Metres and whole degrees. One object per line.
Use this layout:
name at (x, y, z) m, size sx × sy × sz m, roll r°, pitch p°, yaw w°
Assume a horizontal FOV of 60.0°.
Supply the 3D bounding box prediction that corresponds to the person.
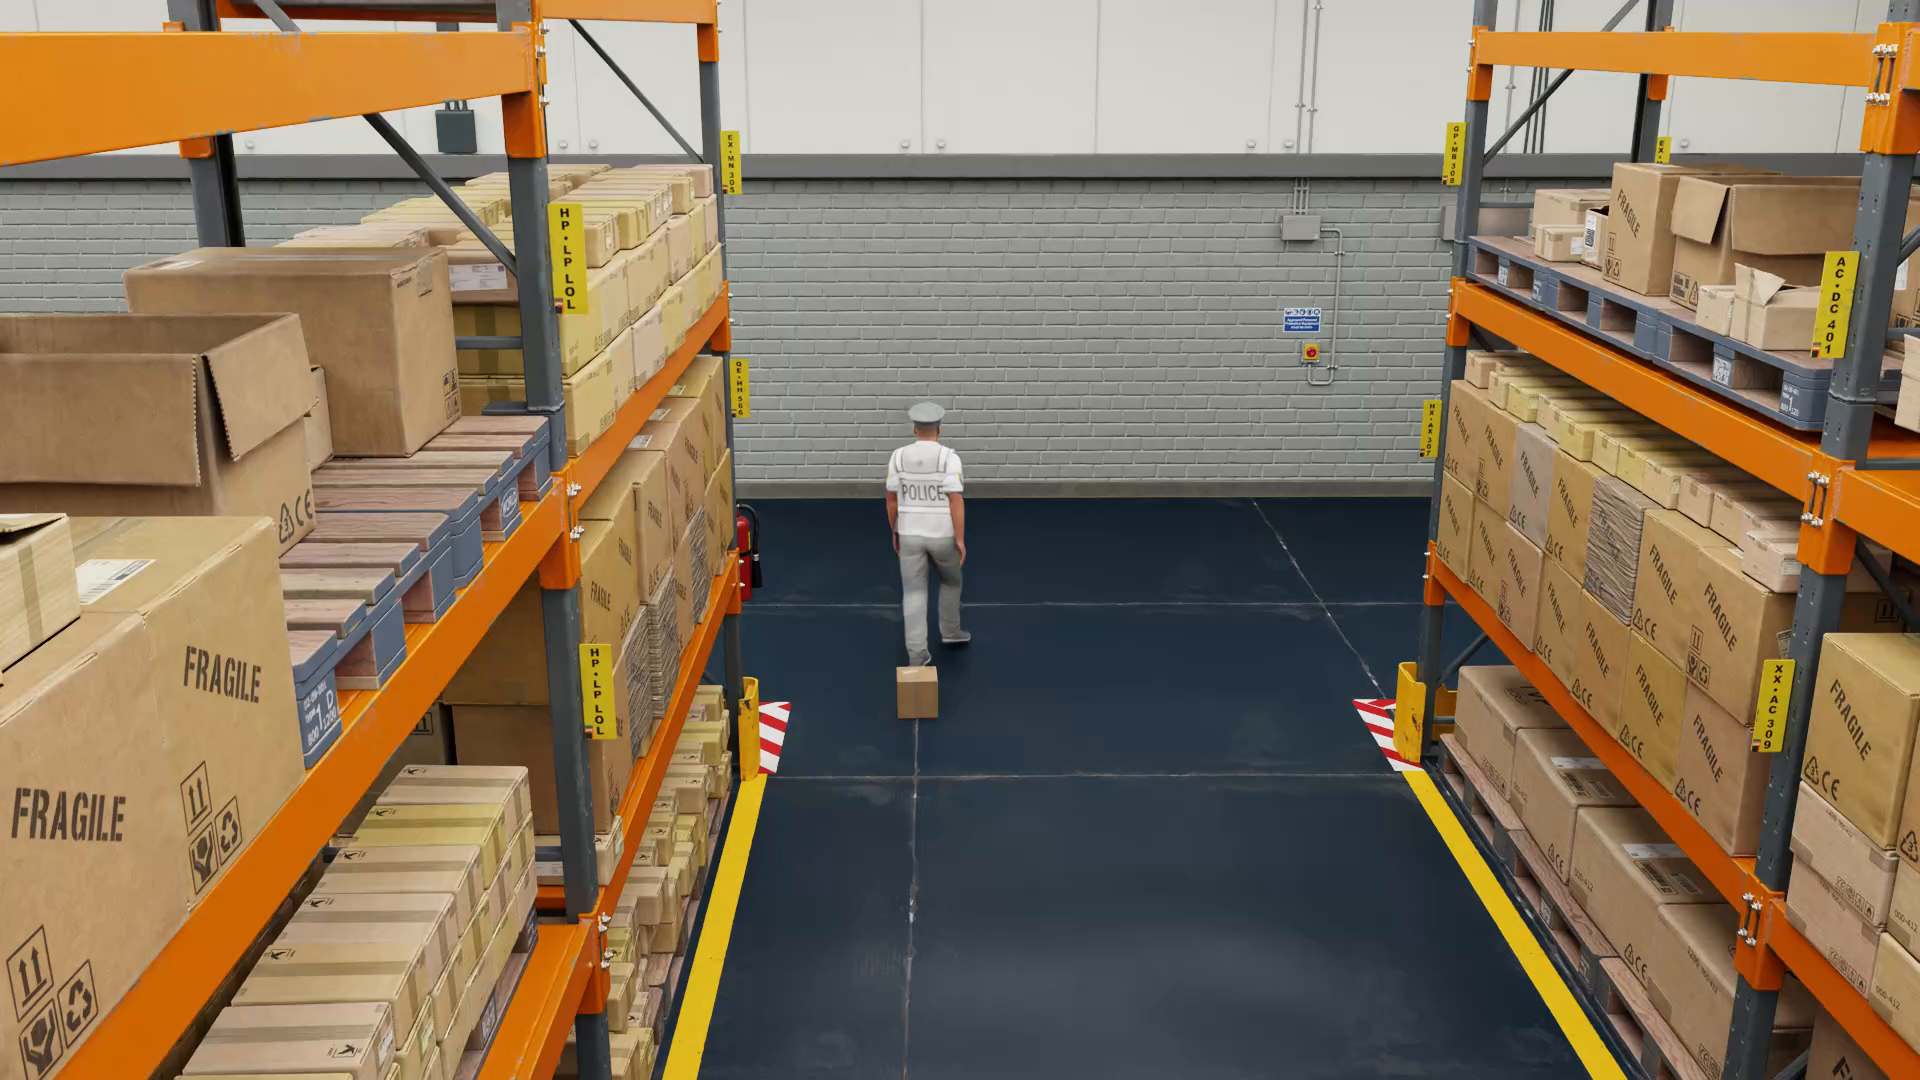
person at (-0.215, -0.043, 11.164) m, size 0.569 × 1.752 × 0.846 m, roll 2°, pitch 17°, yaw 7°
